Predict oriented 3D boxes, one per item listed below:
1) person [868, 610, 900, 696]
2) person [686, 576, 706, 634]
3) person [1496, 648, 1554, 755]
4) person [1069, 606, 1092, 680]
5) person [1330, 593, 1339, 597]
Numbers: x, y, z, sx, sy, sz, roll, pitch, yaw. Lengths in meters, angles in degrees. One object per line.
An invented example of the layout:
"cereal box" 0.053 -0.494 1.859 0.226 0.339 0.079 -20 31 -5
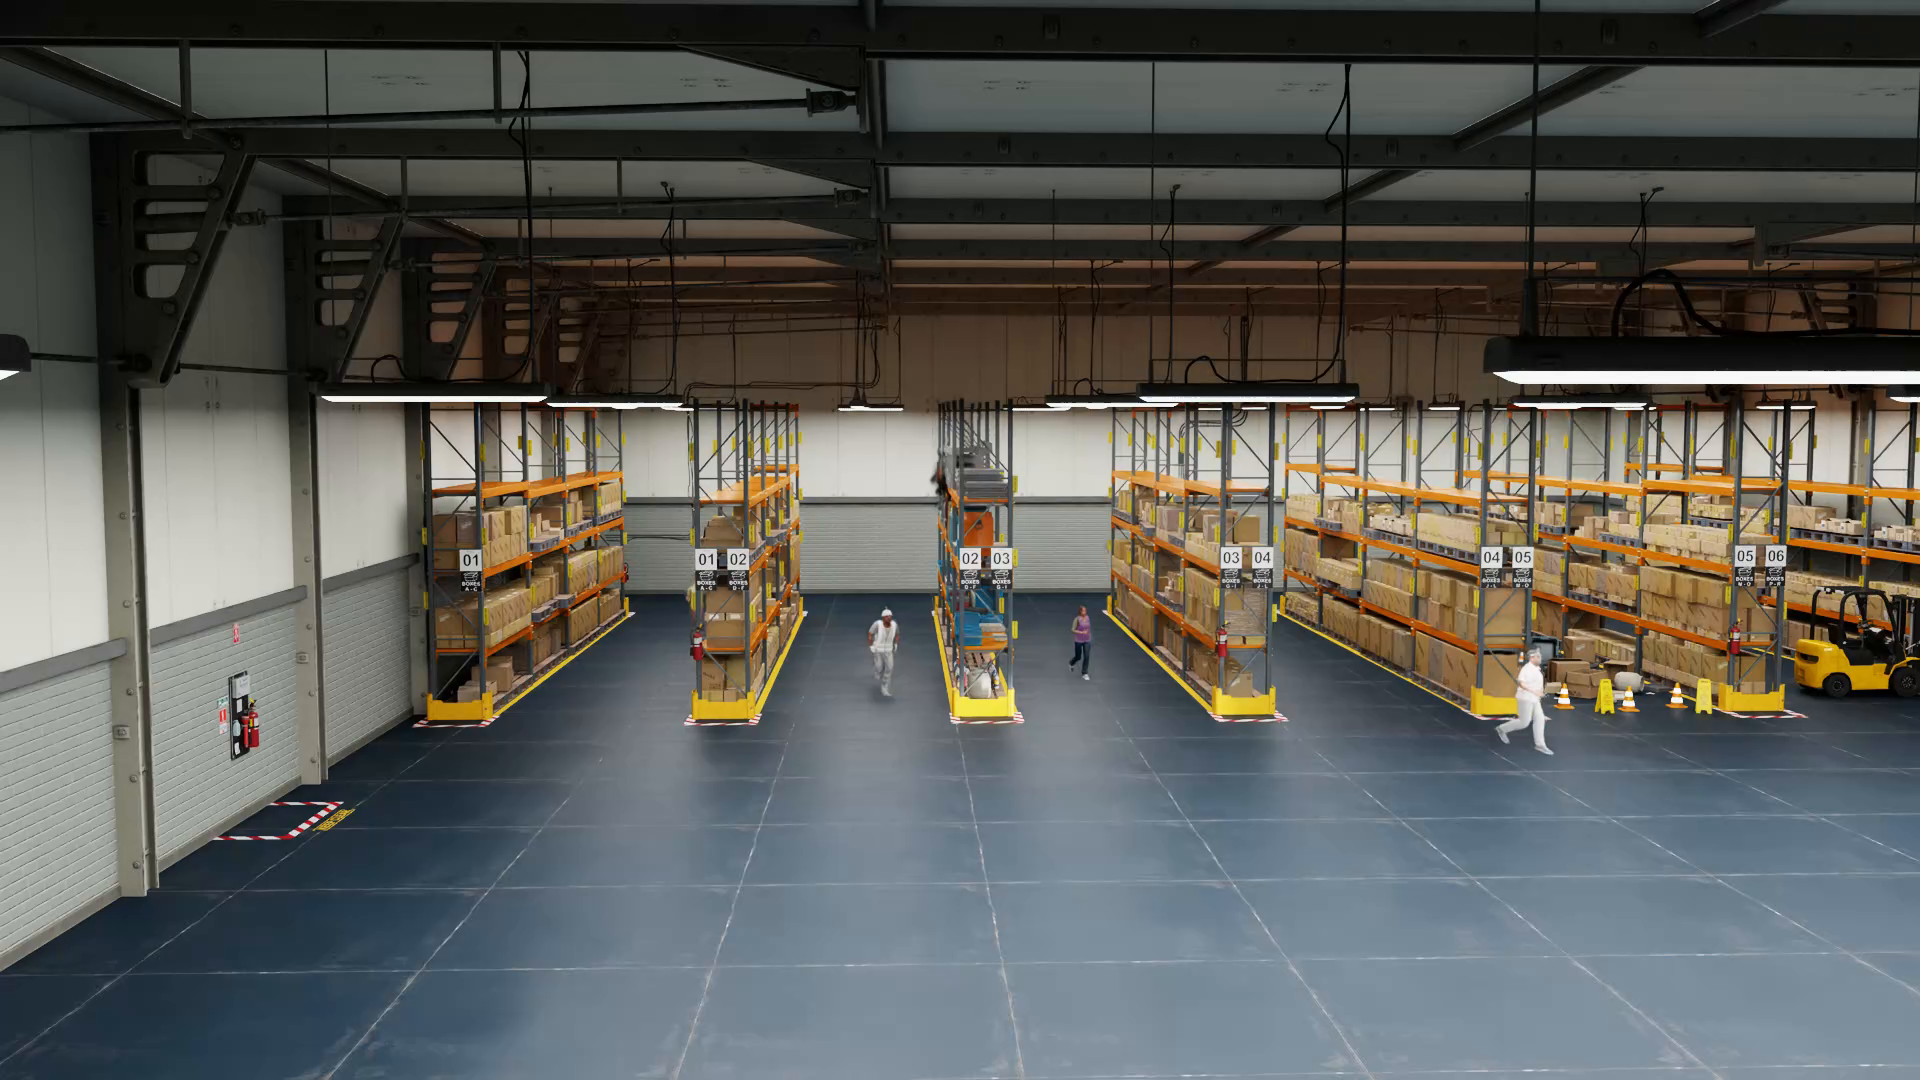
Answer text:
"person" -1.572 2.282 34.141 0.684 1.757 0.891 -1 5 -17
"person" -6.638 1.718 42.072 0.593 1.640 0.875 0 4 0
"person" 9.622 2.707 28.226 0.986 1.779 0.686 3 5 38
"person" 2.617 2.196 35.938 0.540 1.574 0.794 -2 5 -24
"person" 10.980 1.220 48.237 0.763 1.737 0.701 -3 6 -38
